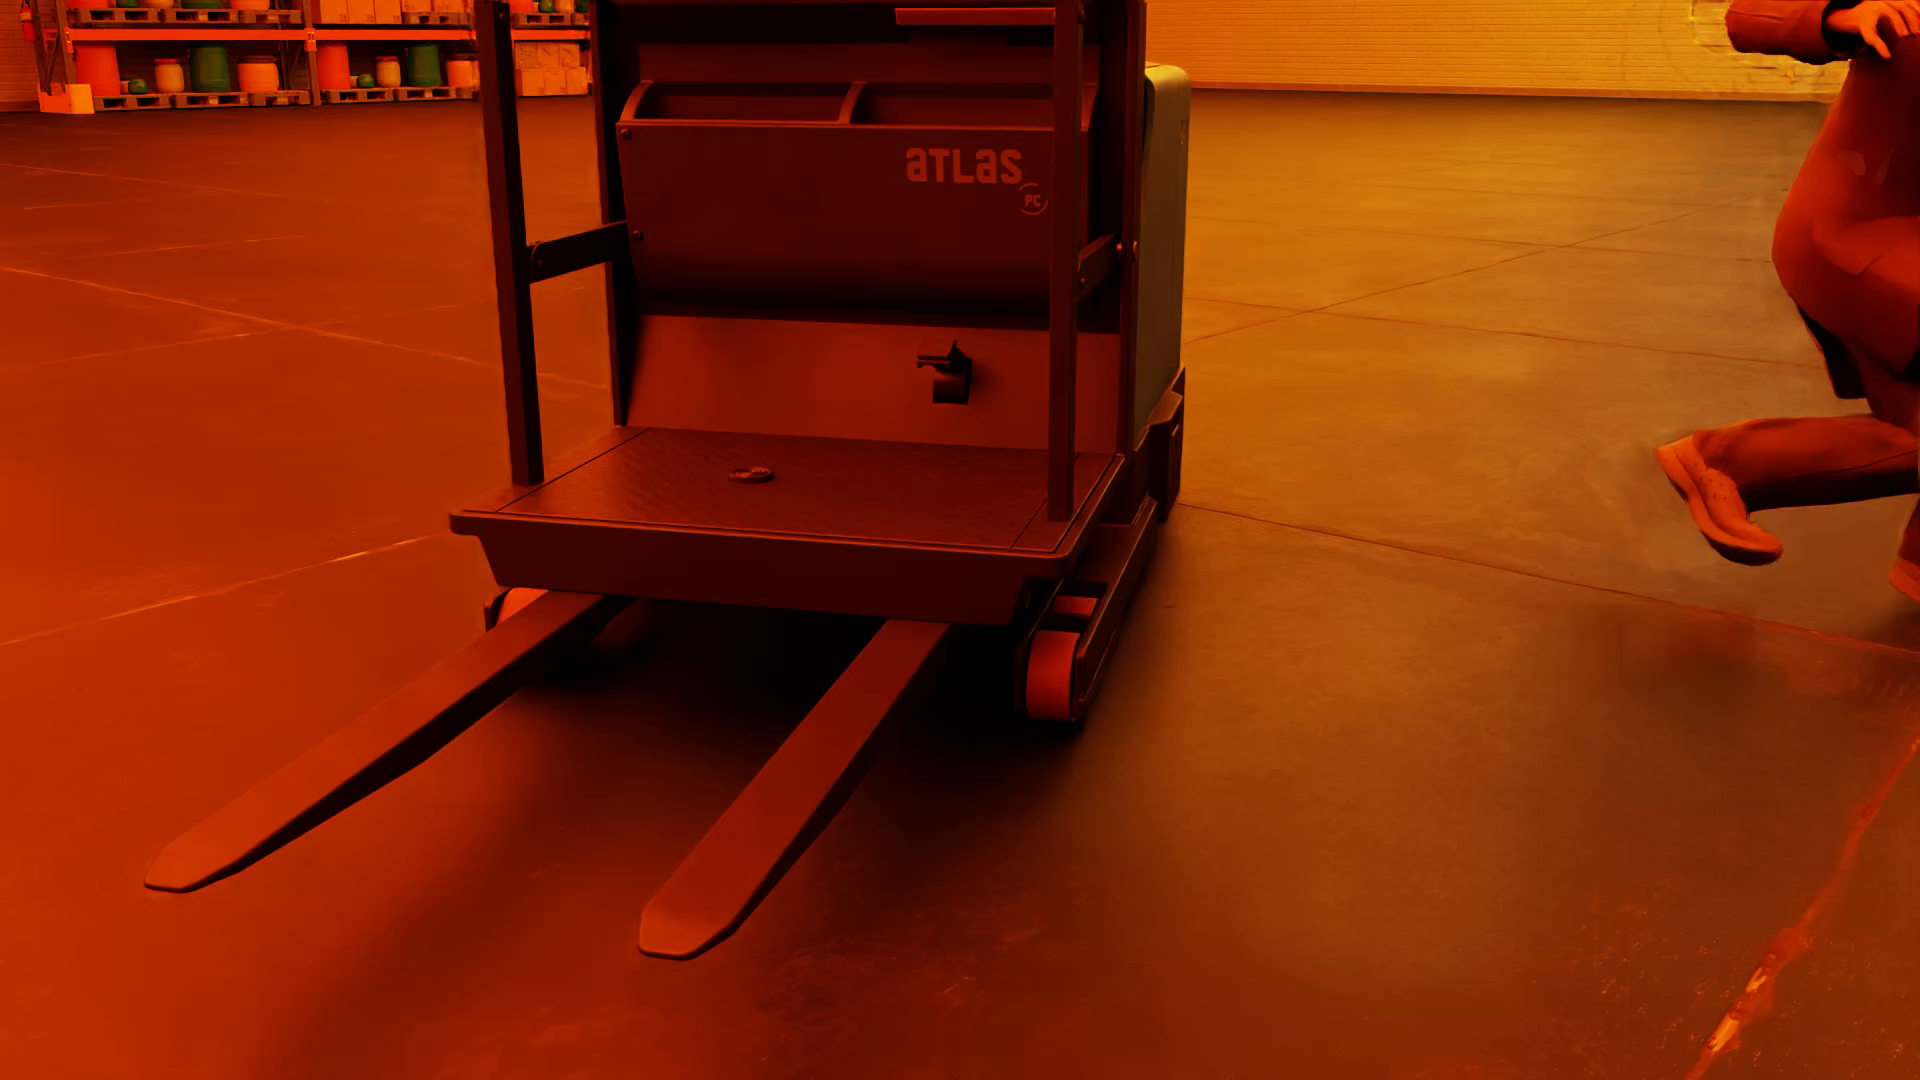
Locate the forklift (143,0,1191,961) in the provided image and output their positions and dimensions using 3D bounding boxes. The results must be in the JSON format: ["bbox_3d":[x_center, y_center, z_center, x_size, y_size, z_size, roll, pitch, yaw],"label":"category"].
[{"bbox_3d":[-0.249,-1.203,2.860,1.130,2.935,3.031,4,17,13],"label":"forklift"}]

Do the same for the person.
[{"bbox_3d":[1.944,-0.536,3.166,0.875,1.517,1.185,-11,20,-32],"label":"person"}]
